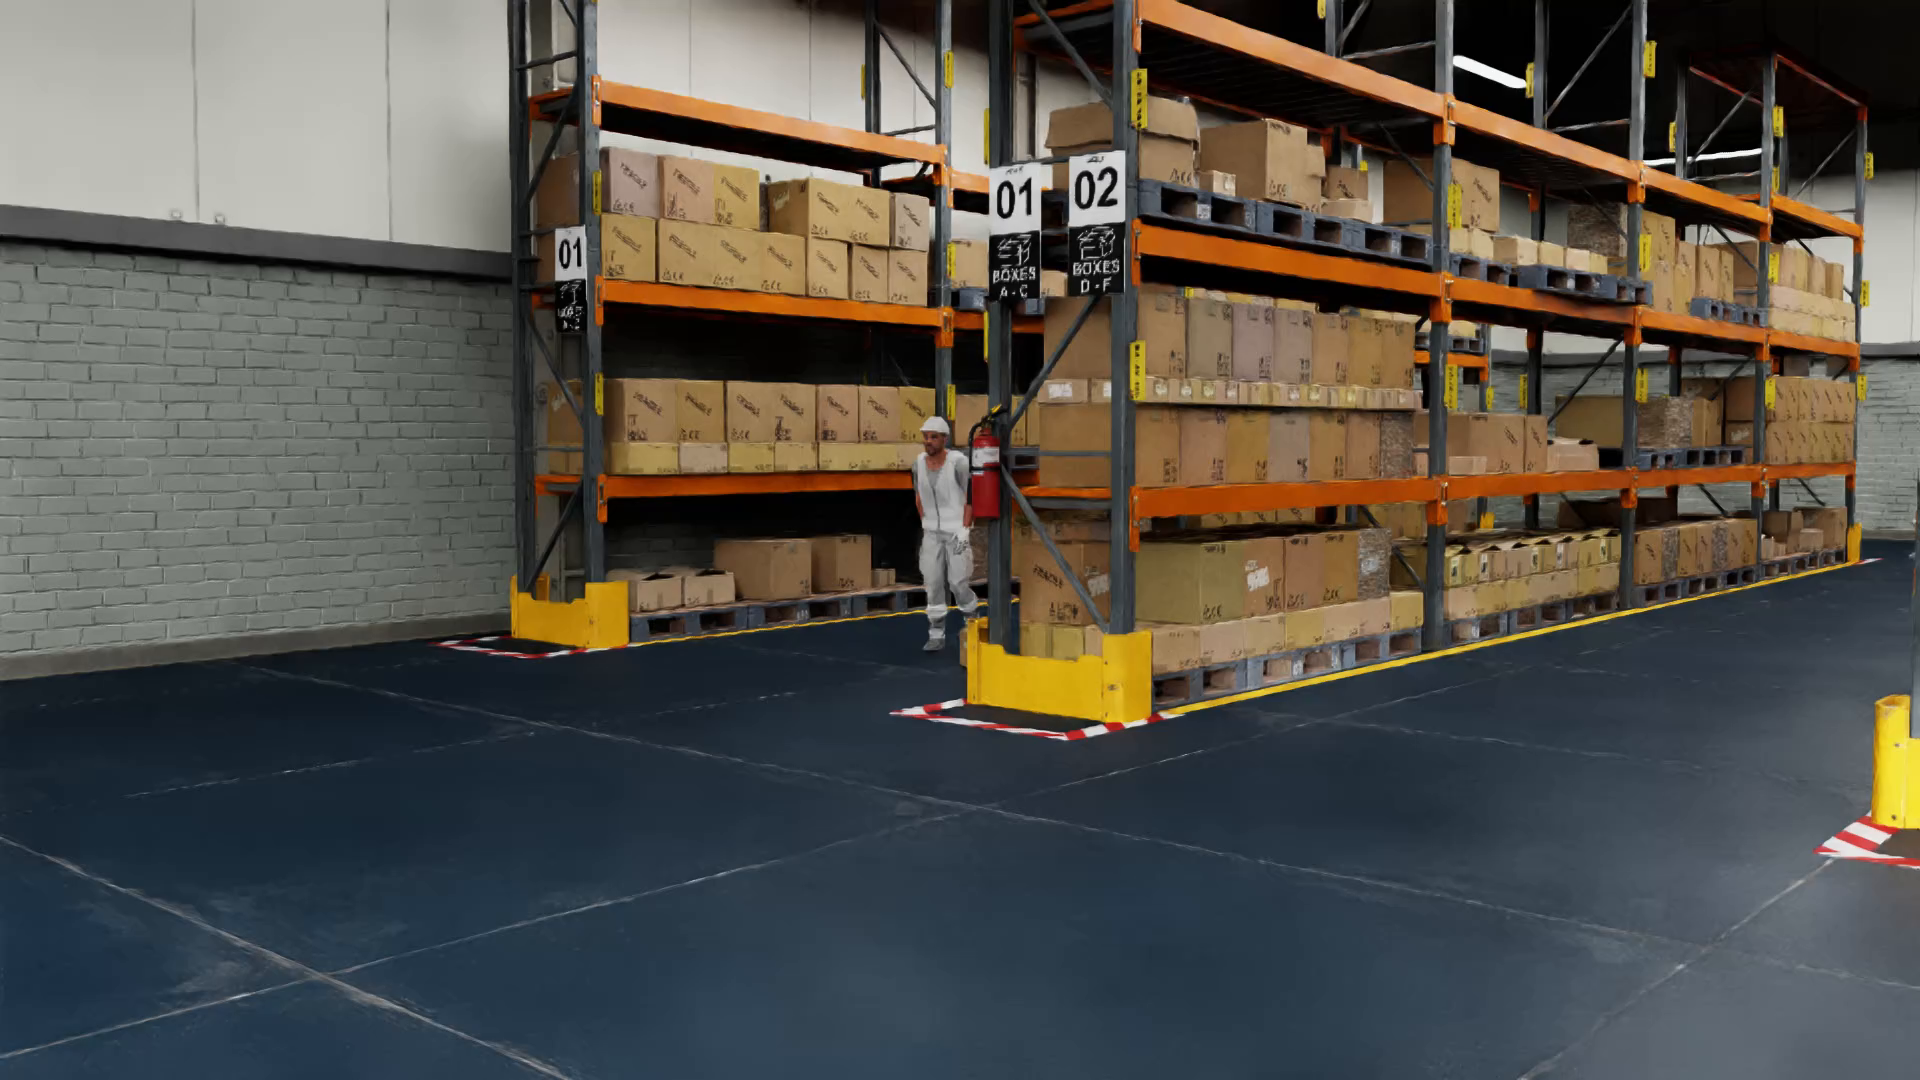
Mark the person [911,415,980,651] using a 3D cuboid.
[{"bbox_3d":[-0.101,-0.047,12.442,0.535,1.757,0.683,2,4,24],"label":"person"}]
